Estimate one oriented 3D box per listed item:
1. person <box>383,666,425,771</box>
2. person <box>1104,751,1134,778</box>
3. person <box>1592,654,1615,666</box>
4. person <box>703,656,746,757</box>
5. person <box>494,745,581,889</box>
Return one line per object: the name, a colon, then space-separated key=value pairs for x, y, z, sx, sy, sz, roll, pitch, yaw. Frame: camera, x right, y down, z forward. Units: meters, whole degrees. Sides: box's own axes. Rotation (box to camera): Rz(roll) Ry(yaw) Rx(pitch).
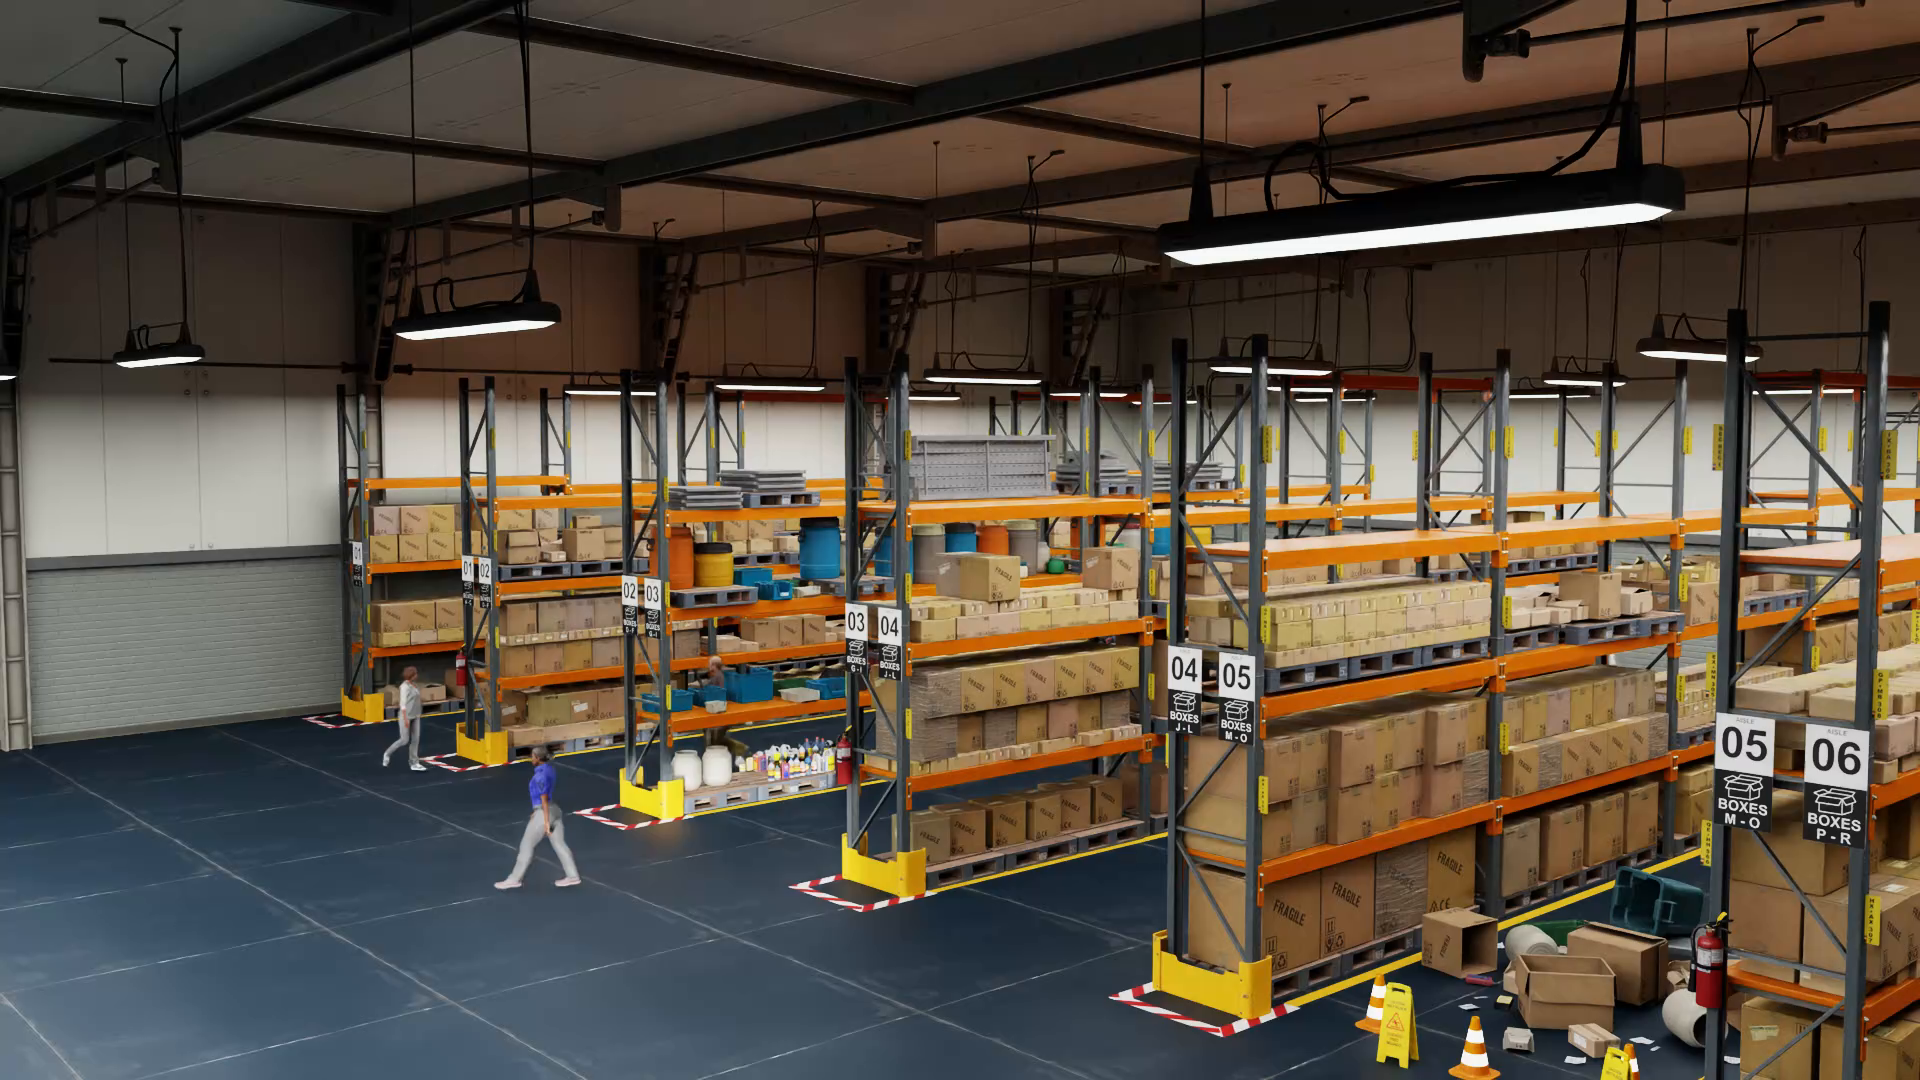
person: x=-8.426 y=2.708 z=25.220 sx=0.634 sy=1.579 sz=0.435 roll=1 pitch=4 yaw=22
person: x=2.251 y=2.784 z=23.677 sx=0.619 sy=1.698 sz=0.501 roll=-2 pitch=4 yaw=-26
person: x=11.821 y=2.291 z=30.449 sx=0.986 sy=1.726 sz=0.535 roll=4 pitch=5 yaw=44
person: x=-3.614 y=2.699 z=25.255 sx=0.659 sy=1.477 sz=0.635 roll=-2 pitch=4 yaw=-28
person: x=-4.753 y=3.106 z=18.763 sx=0.911 sy=1.614 sz=0.478 roll=1 pitch=4 yaw=9
